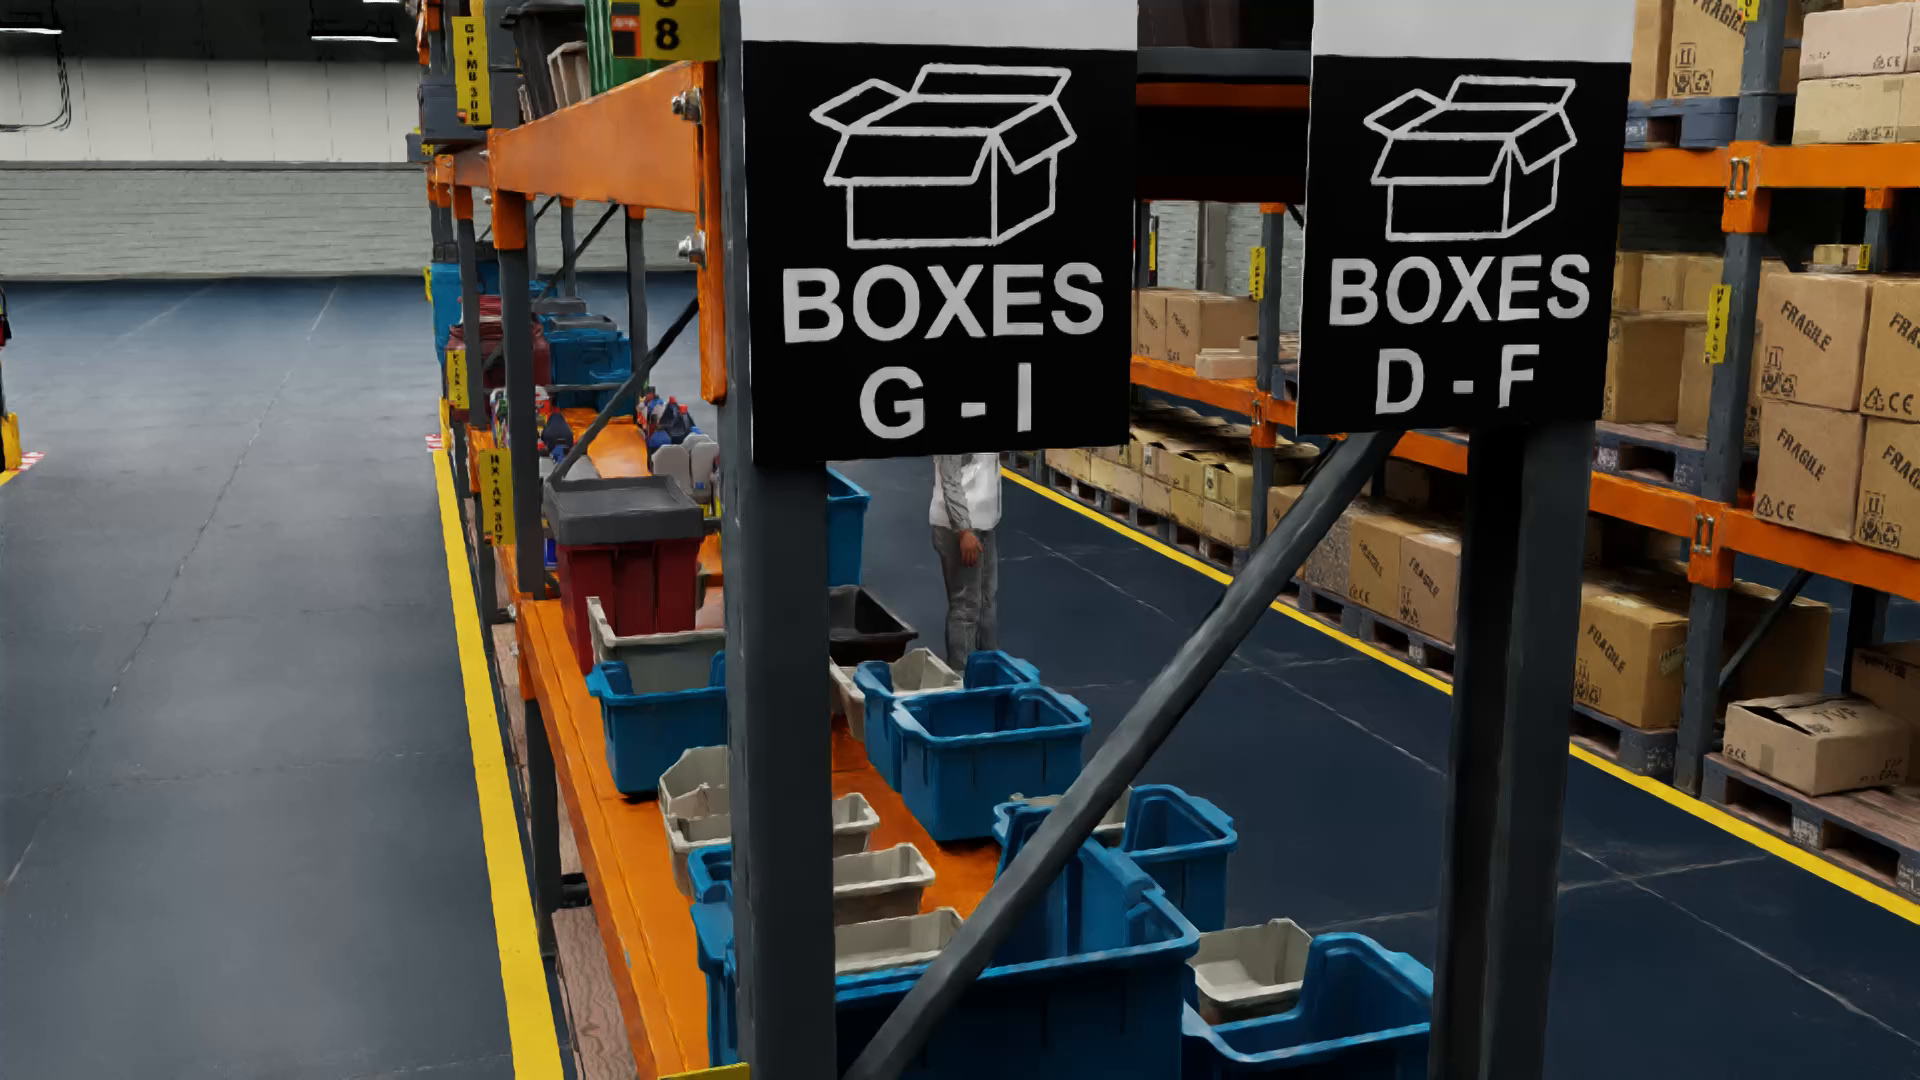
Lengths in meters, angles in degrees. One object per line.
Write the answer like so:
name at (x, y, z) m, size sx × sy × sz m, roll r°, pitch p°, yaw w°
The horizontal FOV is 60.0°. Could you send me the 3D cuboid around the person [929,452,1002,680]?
person at (0.093, -0.071, 8.670) m, size 0.491 × 1.776 × 0.571 m, roll 3°, pitch 13°, yaw 15°
